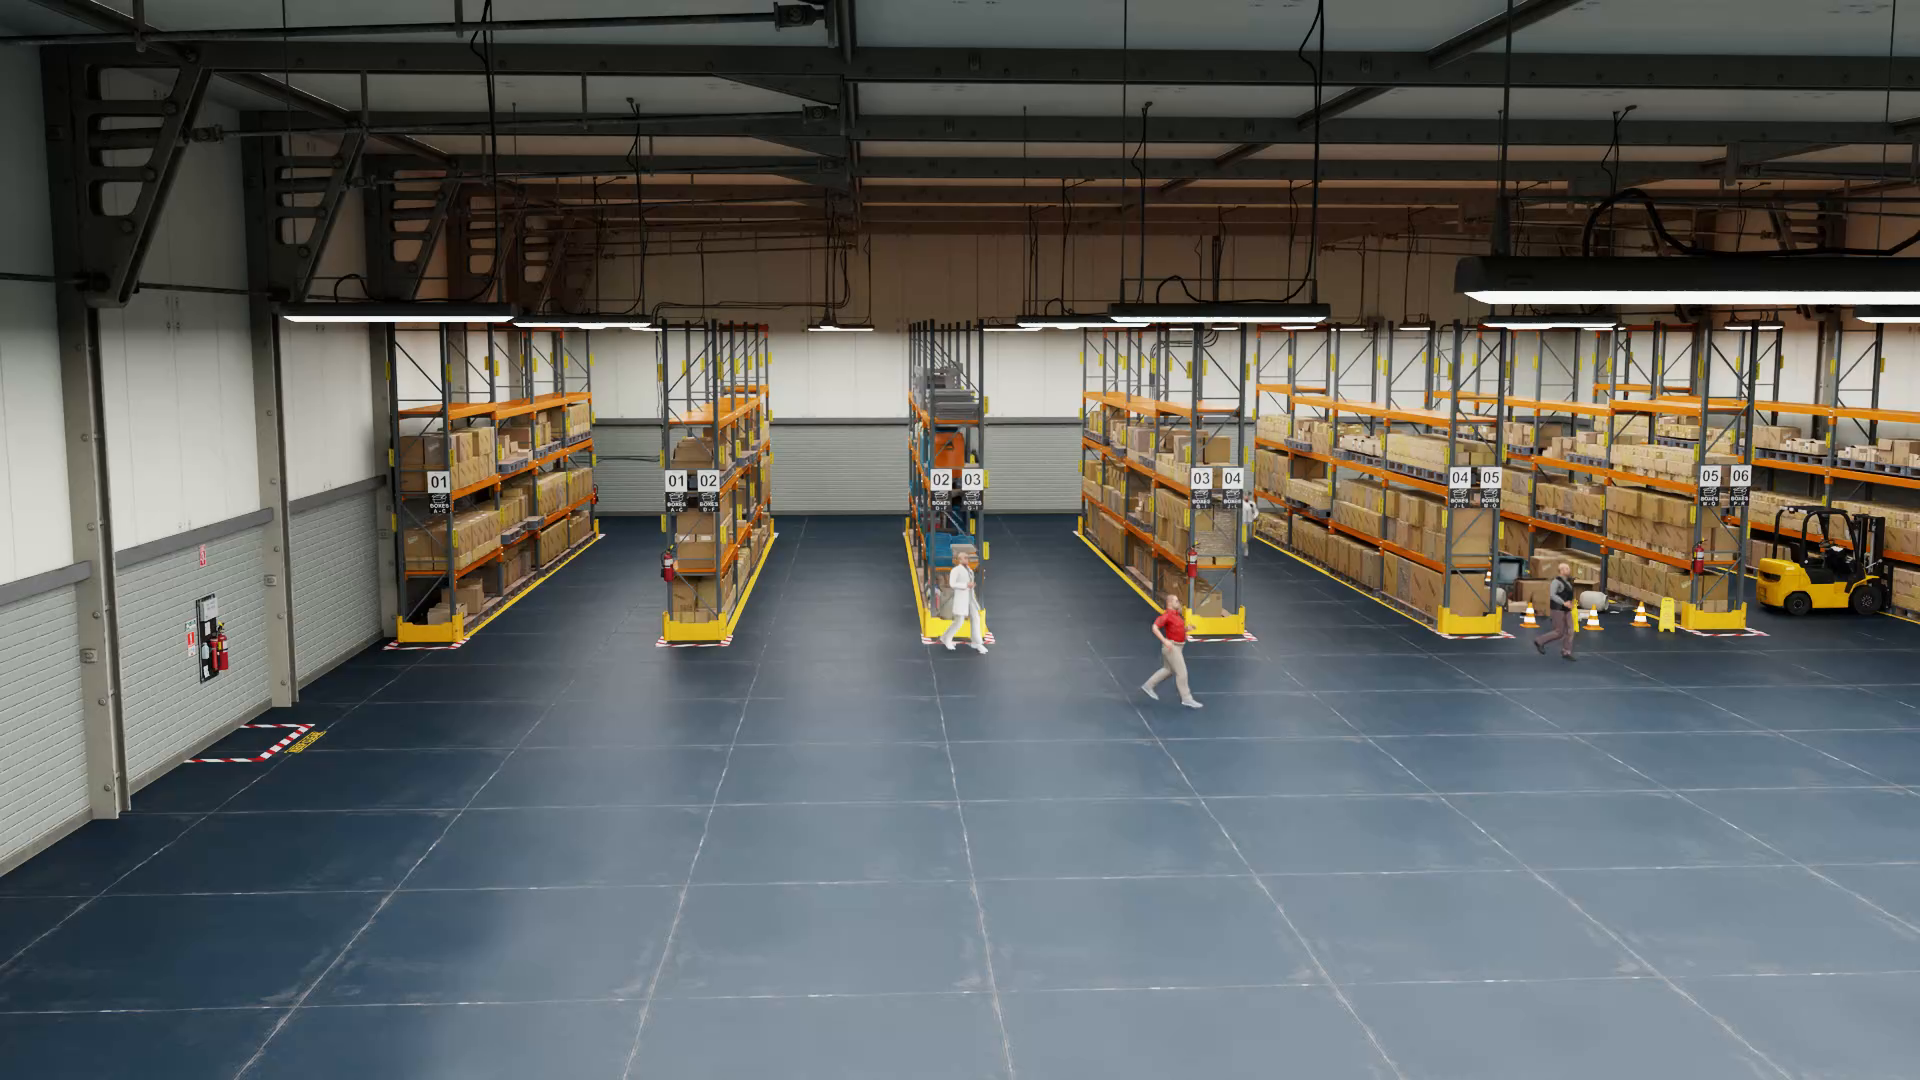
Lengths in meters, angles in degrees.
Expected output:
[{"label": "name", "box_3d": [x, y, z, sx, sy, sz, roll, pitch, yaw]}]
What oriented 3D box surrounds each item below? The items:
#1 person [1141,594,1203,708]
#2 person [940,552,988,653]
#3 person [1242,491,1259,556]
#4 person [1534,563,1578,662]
[{"label": "person", "box_3d": [3.279, 1.691, 25.603, 0.967, 1.714, 0.660, 2, 7, 16]}, {"label": "person", "box_3d": [0.064, 1.130, 30.022, 0.944, 1.791, 0.713, 5, 9, 37]}, {"label": "person", "box_3d": [7.501, -0.458, 43.473, 0.613, 1.682, 0.681, 0, 7, 4]}, {"label": "person", "box_3d": [10.595, 1.260, 29.400, 0.770, 1.724, 0.683, 7, 10, 44]}]
